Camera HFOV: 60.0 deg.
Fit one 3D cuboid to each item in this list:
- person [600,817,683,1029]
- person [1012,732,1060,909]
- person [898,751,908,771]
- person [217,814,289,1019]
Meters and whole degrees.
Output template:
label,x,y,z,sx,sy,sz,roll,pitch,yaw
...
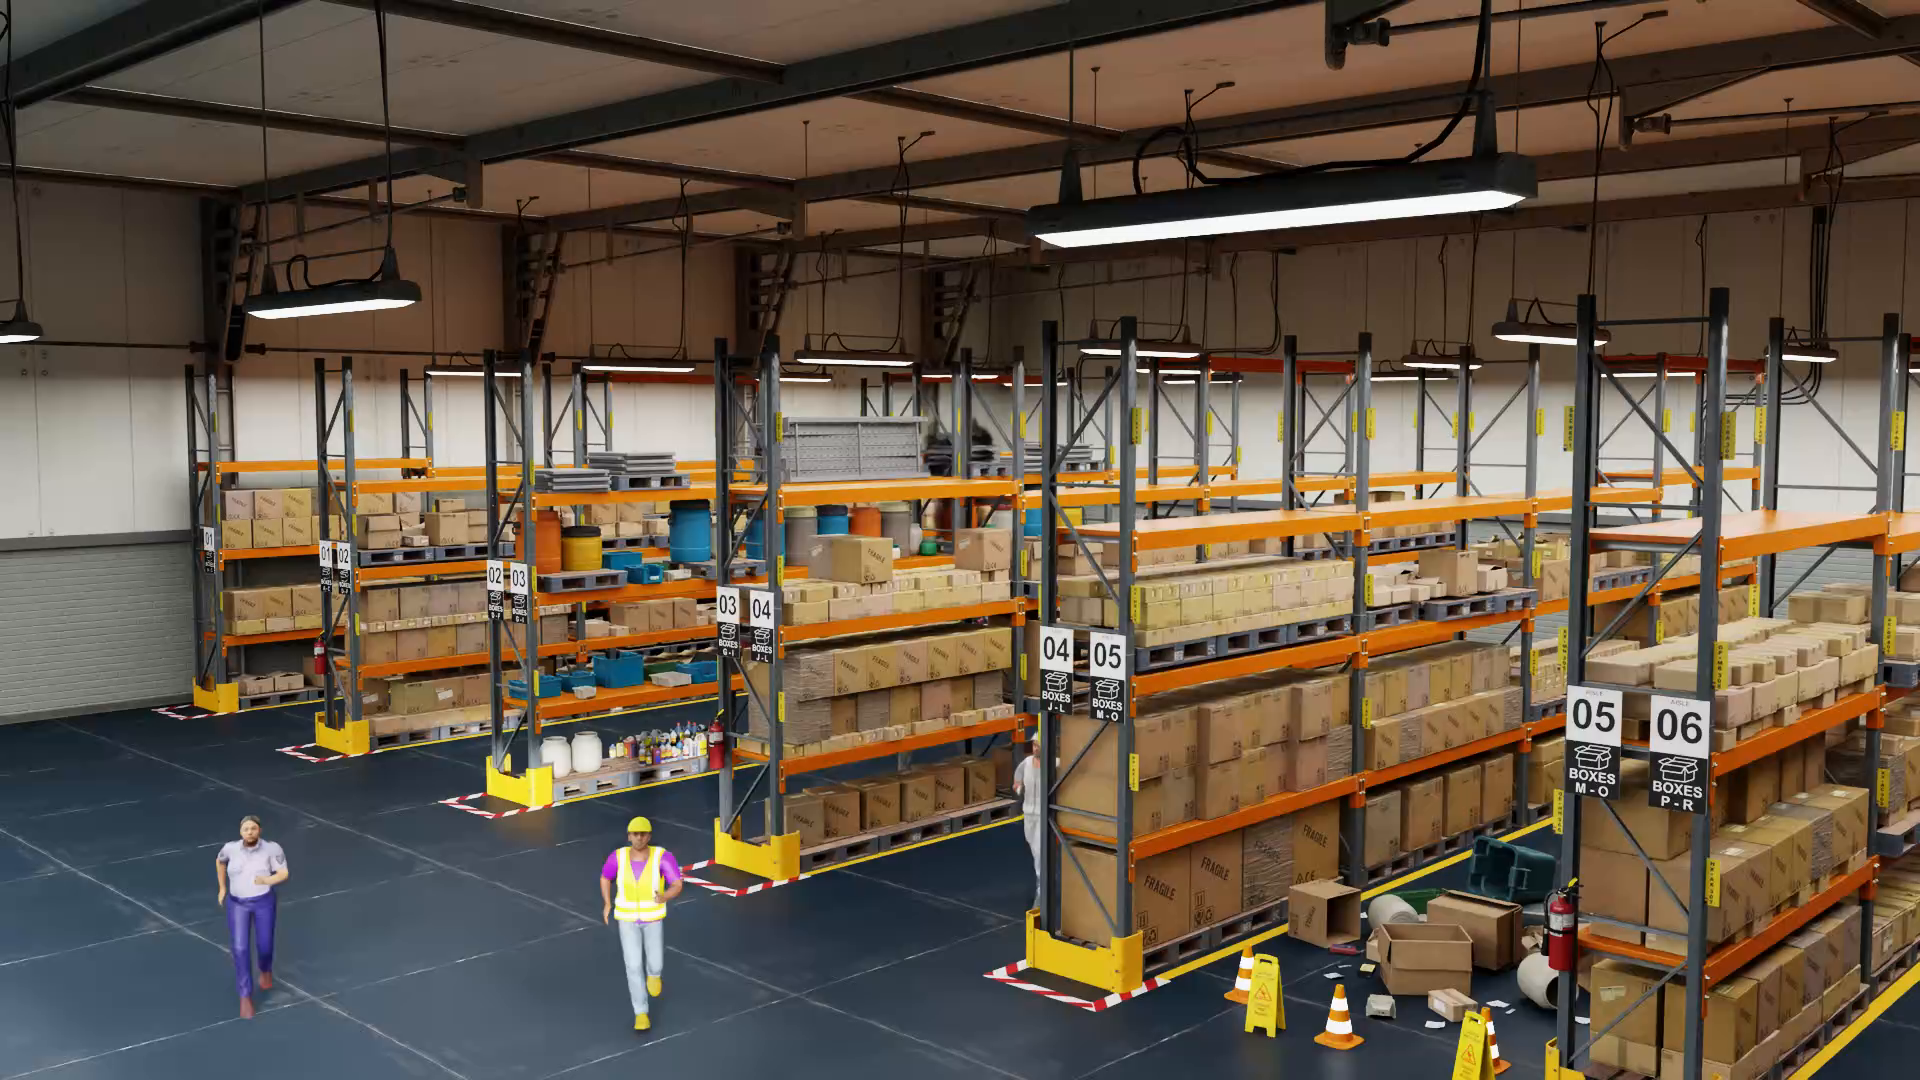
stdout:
label,x,y,z,sx,sy,sz,roll,pitch,yaw
person,-2.711,3.205,14.164,0.705,1.742,0.831,-1,4,-8
person,0.861,2.929,17.520,0.643,1.845,0.774,3,5,33
person,-0.832,2.542,23.637,0.618,1.647,0.550,3,5,31
person,-6.166,3.222,14.518,0.580,1.694,0.807,-2,5,-23
